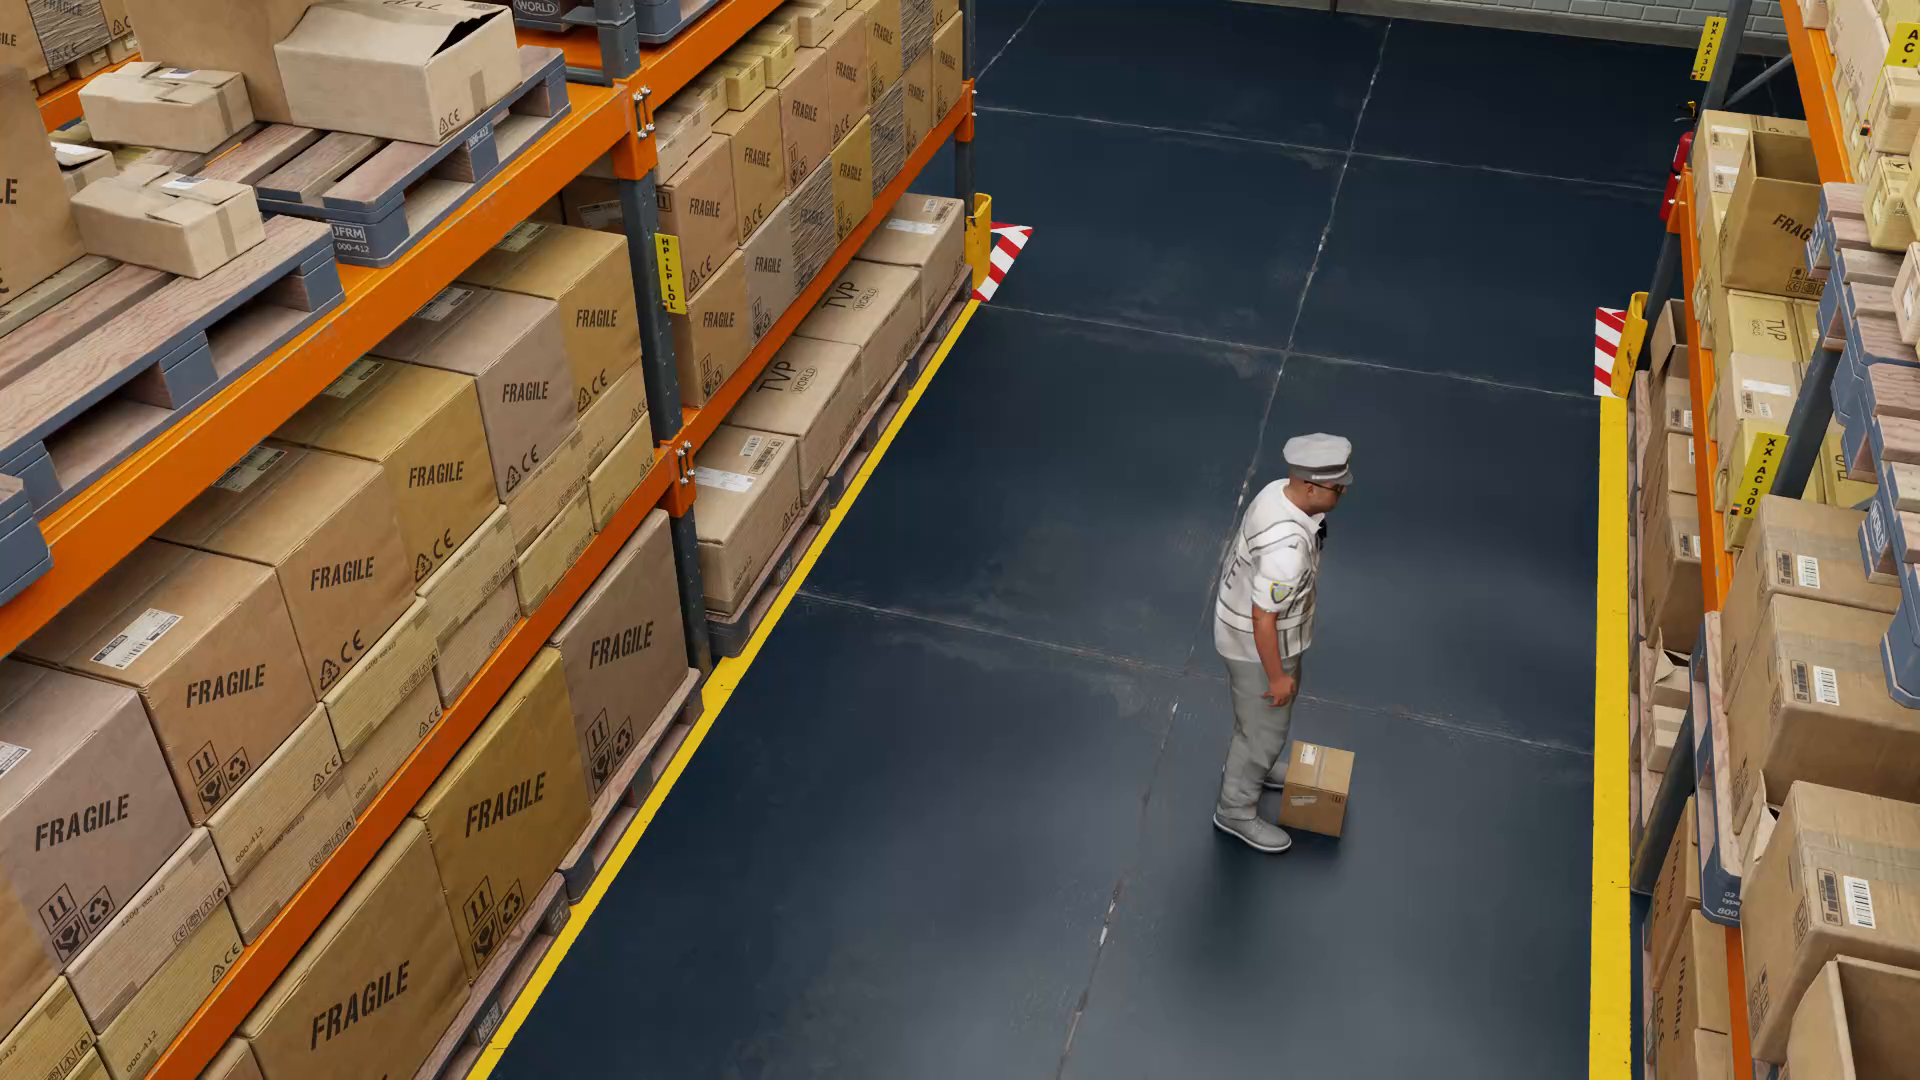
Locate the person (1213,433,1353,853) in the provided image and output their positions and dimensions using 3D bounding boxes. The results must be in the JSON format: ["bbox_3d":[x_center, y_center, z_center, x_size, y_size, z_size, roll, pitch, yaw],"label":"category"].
[{"bbox_3d":[1.192,0.363,6.398,0.430,1.751,0.604,9,38,12],"label":"person"}]
